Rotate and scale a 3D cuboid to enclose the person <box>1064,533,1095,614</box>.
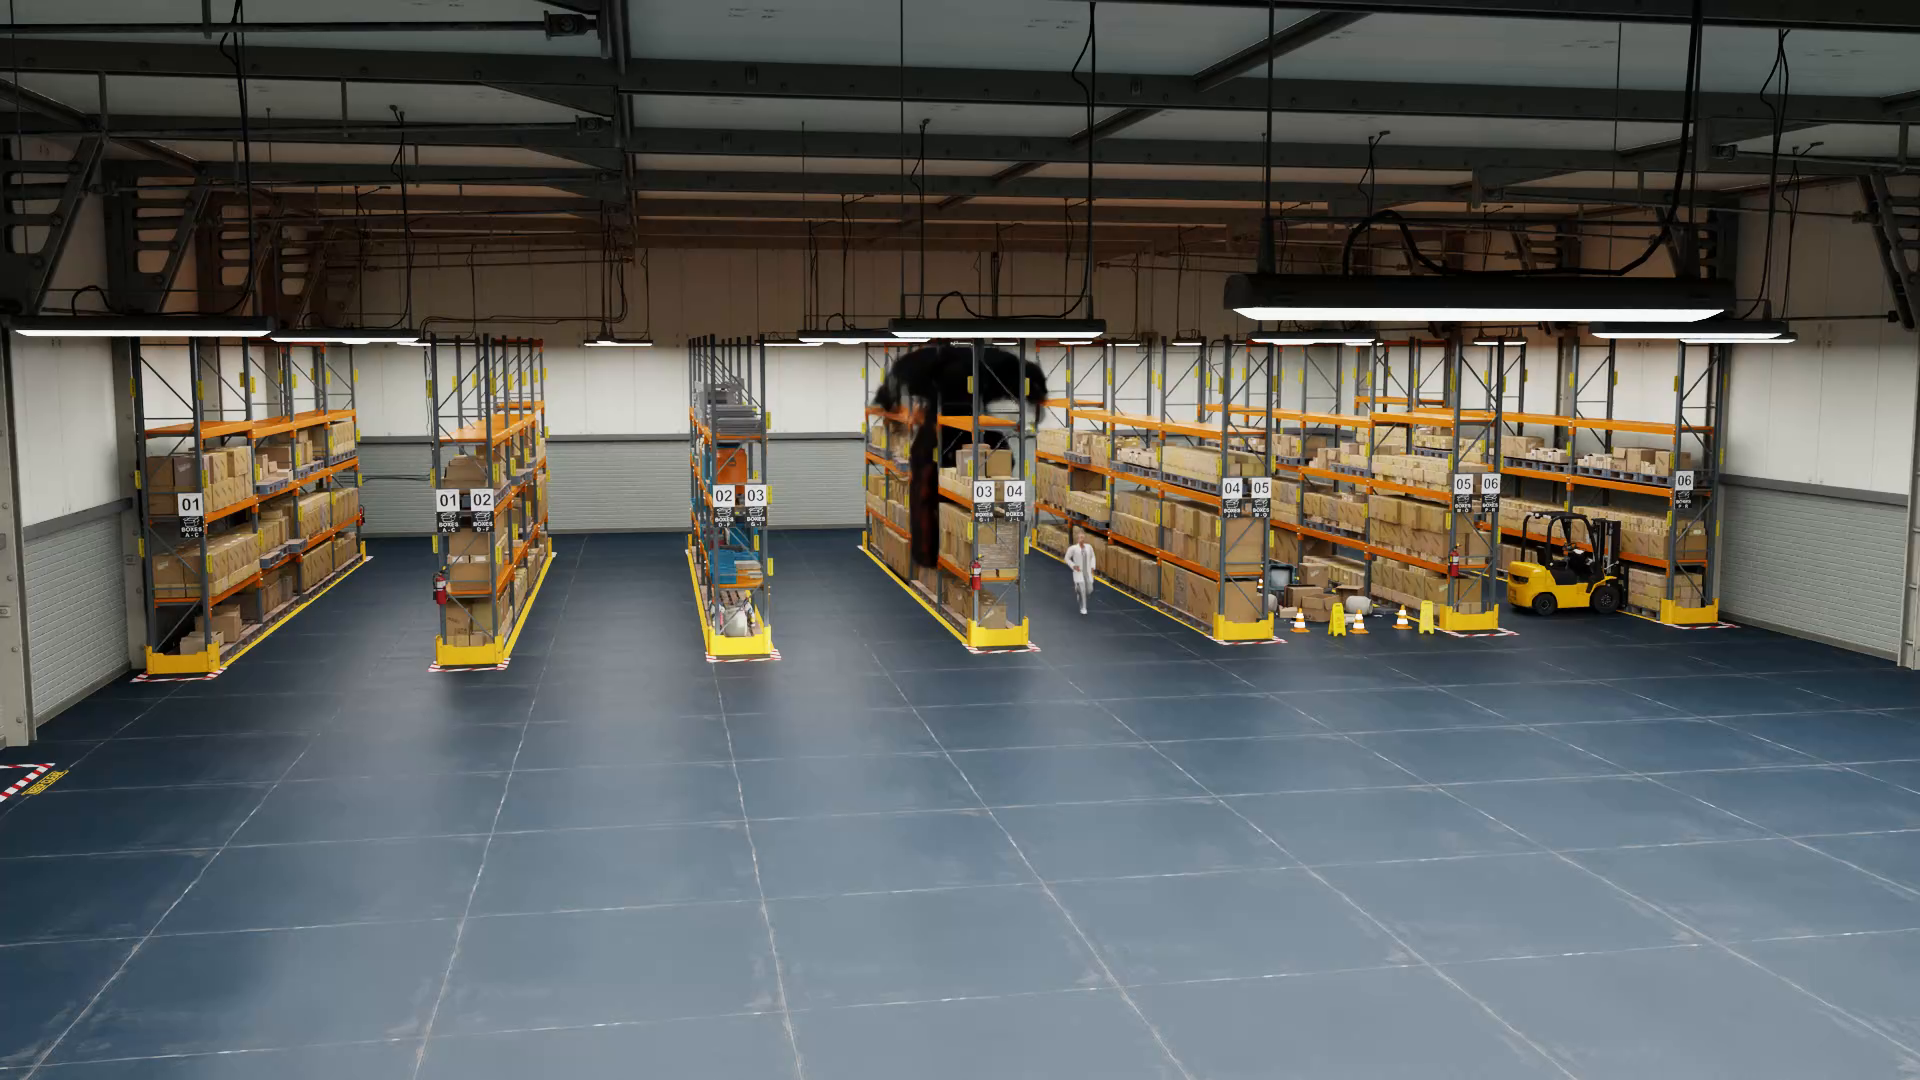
[{"bbox_3d":[2.631,0.717,36.343,0.742,1.736,0.707,-3,7,-23],"label":"person"}]

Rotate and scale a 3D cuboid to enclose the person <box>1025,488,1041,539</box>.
[{"bbox_3d":[2.265,-0.797,49.757,0.927,1.616,0.586,0,7,2],"label":"person"}]

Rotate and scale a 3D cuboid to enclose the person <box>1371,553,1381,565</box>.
[{"bbox_3d":[11.073,-0.144,44.315,0.626,1.631,0.637,-2,7,-17],"label":"person"}]
